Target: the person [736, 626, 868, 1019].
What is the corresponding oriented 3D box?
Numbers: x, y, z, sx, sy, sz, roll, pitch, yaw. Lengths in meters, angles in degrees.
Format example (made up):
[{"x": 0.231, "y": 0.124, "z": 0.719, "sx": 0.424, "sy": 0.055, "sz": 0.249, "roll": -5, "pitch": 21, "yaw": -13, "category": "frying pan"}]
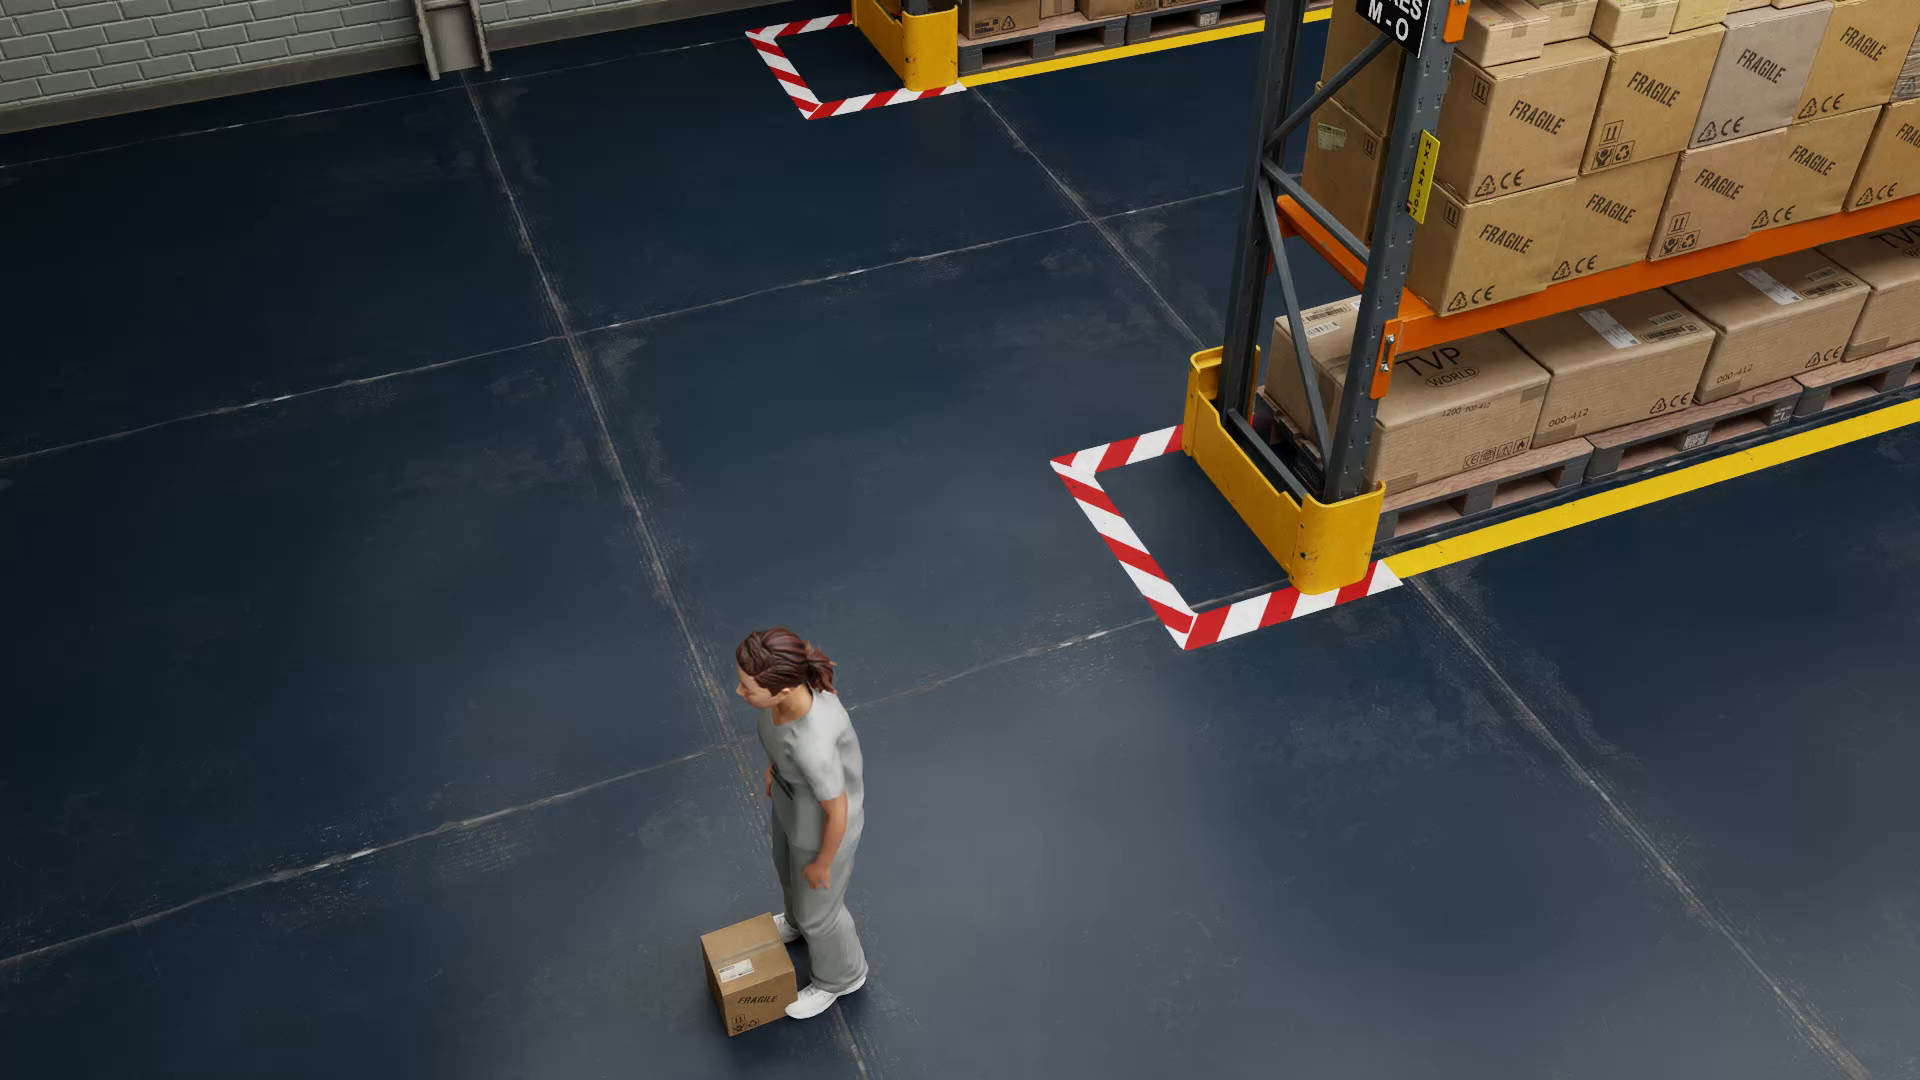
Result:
[{"x": -0.483, "y": 0.862, "z": 5.200, "sx": 0.353, "sy": 1.673, "sz": 0.492, "roll": -16, "pitch": 44, "yaw": -17, "category": "person"}]
